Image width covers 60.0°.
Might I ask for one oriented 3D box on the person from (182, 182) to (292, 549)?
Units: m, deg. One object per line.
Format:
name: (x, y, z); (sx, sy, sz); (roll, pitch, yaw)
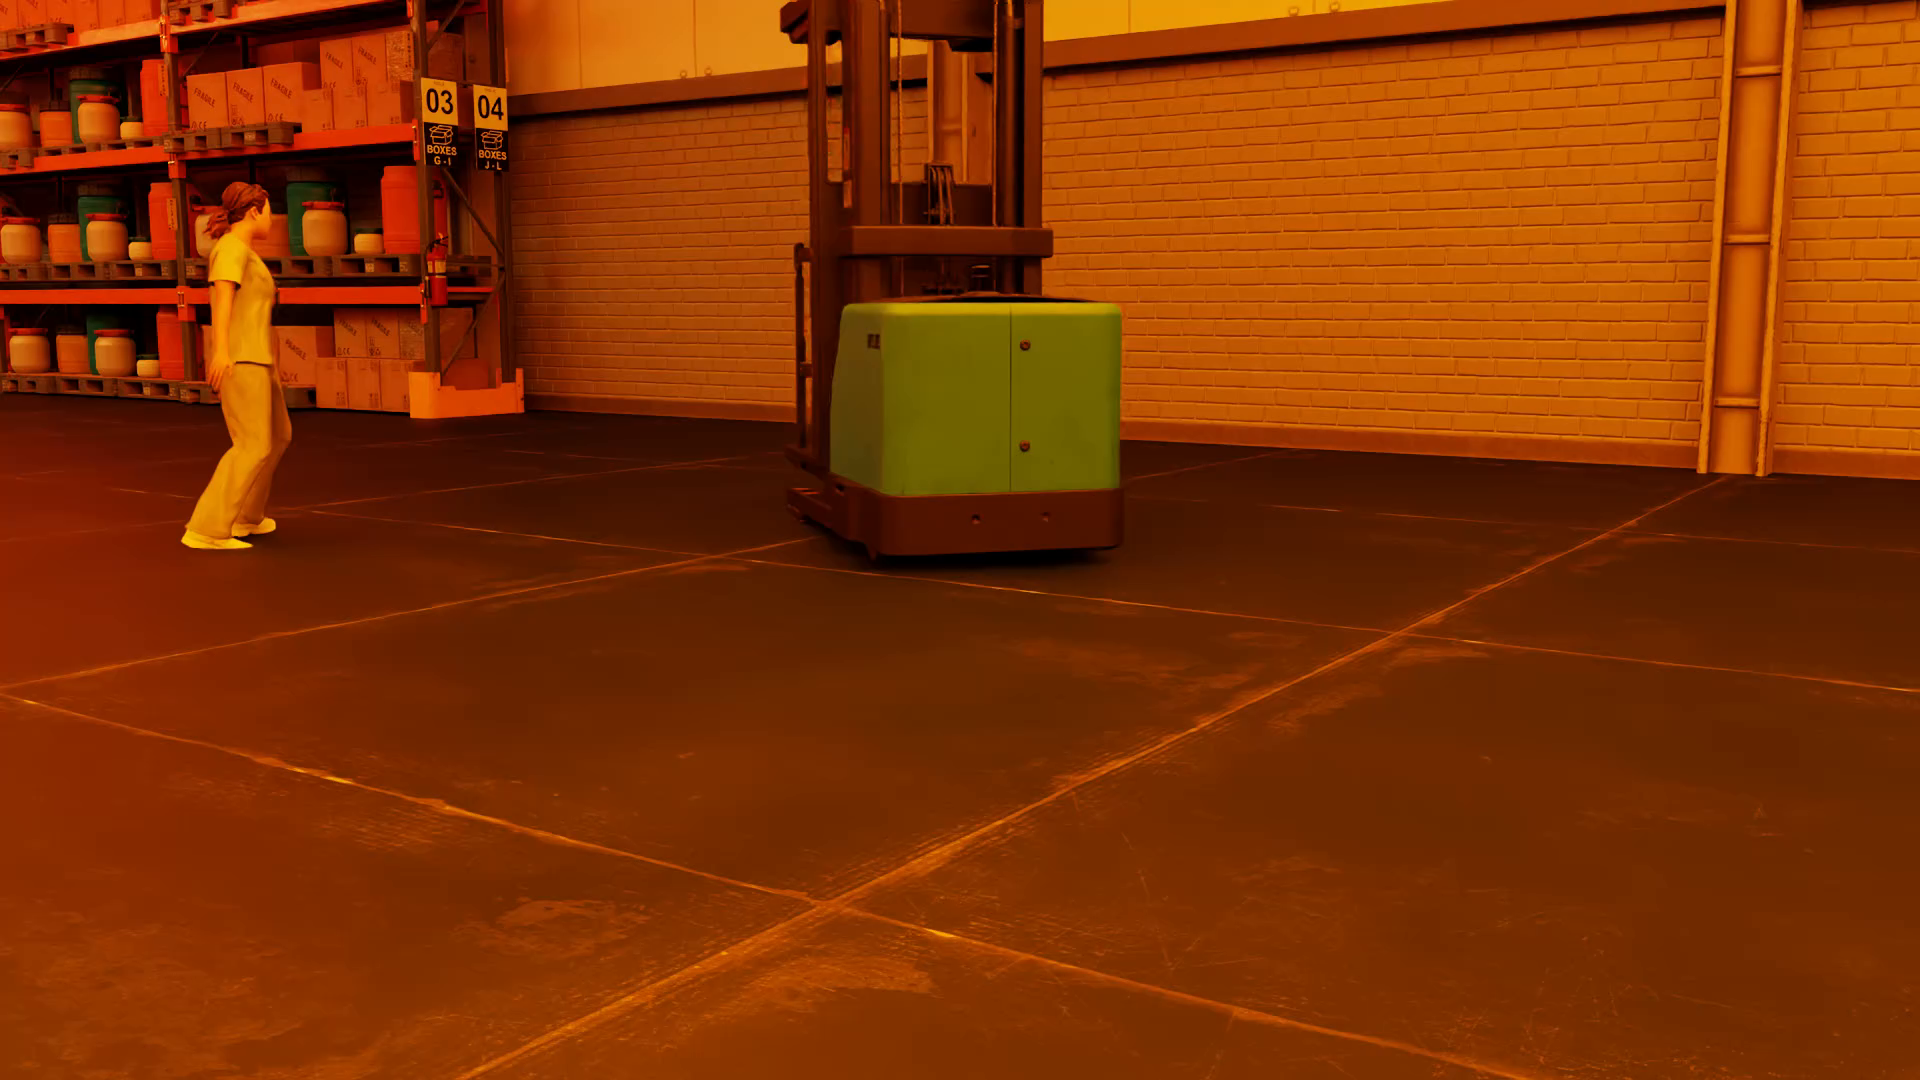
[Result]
person: (-3.254, -0.764, 7.418); (0.459, 1.651, 0.801); (-3, 9, -19)

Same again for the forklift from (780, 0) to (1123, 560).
forklift: (-0.237, -1.537, 8.005); (1.130, 2.935, 3.031); (-2, 8, -17)
